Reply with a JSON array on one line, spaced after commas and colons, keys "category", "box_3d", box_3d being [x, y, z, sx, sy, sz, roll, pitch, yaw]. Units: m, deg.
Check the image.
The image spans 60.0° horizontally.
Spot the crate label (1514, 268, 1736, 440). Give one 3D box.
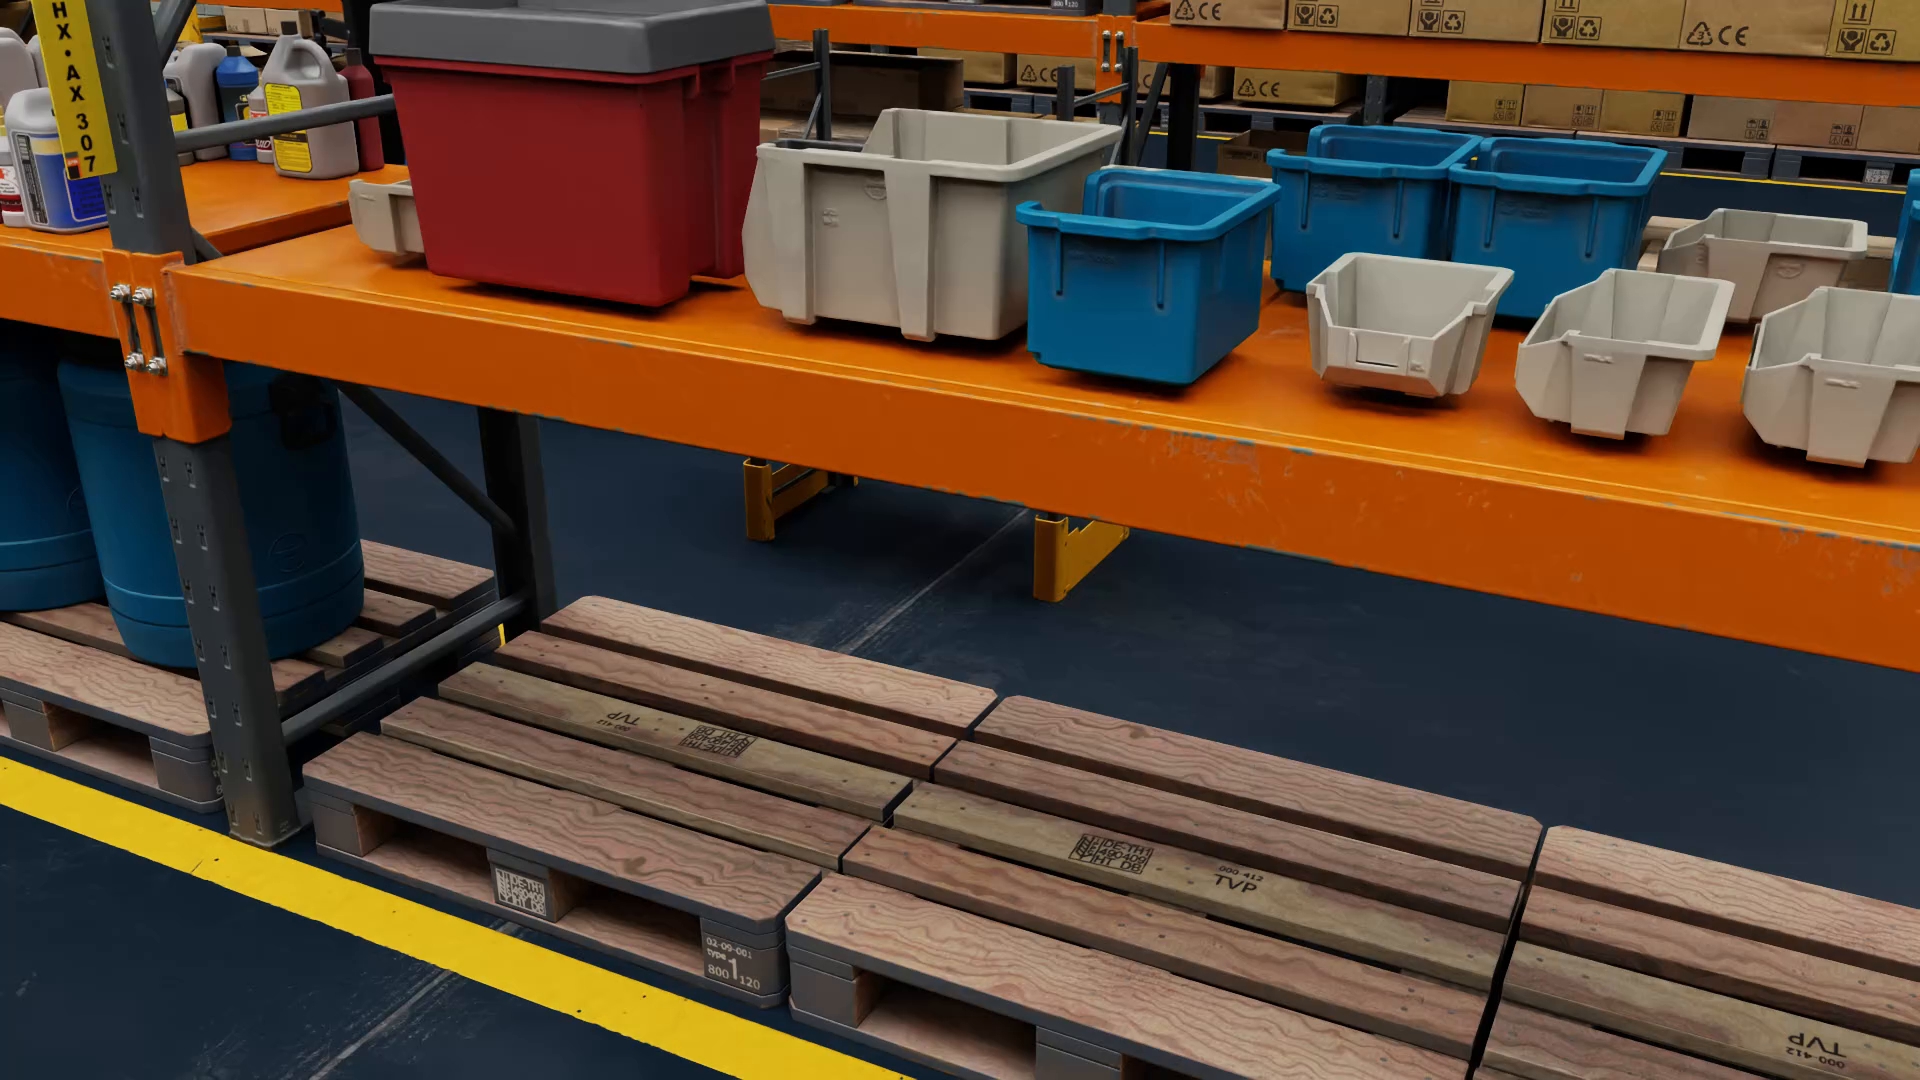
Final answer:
[{"category": "crate label", "box_3d": [0.910, -0.259, 2.286, 0.243, 0.136, 0.396, 11, 25, 25]}]

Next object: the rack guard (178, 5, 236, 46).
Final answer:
[{"category": "rack guard", "box_3d": [-7.510, -5.297, 17.066, 0.348, 0.500, 1.175, 11, 25, 25]}]

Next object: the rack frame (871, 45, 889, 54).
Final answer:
[{"category": "rack frame", "box_3d": [-0.438, -5.048, 13.286, 0.127, 3.000, 1.000, 11, 25, 25]}]

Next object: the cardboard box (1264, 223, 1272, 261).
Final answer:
[{"category": "cardboard box", "box_3d": [1.177, -1.426, 7.644, 0.500, 0.311, 0.500, 11, 25, 25]}]

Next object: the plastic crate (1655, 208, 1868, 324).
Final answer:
[{"category": "plastic crate", "box_3d": [1.305, -0.445, 2.724, 0.298, 0.136, 0.250, 11, 25, 25]}]

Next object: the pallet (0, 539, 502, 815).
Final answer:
[{"category": "pallet", "box_3d": [-2.008, 0.251, 4.390, 1.213, 0.211, 1.003, 11, 25, 25]}]

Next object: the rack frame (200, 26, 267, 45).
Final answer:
[{"category": "rack frame", "box_3d": [-7.577, -6.460, 16.608, 0.127, 3.000, 1.000, 11, 25, 25]}]

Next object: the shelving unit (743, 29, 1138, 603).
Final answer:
[{"category": "shelving unit", "box_3d": [-0.068, -0.704, 4.988, 1.083, 1.500, 0.587, 11, 25, 25]}]

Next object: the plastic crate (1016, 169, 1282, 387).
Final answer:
[{"category": "plastic crate", "box_3d": [0.283, -0.399, 2.492, 0.300, 0.233, 0.416, 11, 25, 25]}]

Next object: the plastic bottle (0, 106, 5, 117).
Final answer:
[{"category": "plastic bottle", "box_3d": [-2.122, -0.858, 3.688, 0.097, 0.201, 0.097, 0, 23, 0]}]

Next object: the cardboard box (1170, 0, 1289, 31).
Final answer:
[{"category": "cardboard box", "box_3d": [1.232, -2.471, 7.101, 0.500, 0.500, 0.500, 12, 26, 26]}]

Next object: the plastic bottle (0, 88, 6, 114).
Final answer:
[{"category": "plastic bottle", "box_3d": [-2.241, -0.957, 3.730, 0.185, 0.351, 0.144, 11, 25, 25]}]

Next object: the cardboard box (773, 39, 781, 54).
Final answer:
[{"category": "cardboard box", "box_3d": [-1.511, -4.340, 14.255, 0.500, 0.500, 0.700, 11, 25, 24]}]

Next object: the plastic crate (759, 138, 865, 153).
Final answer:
[{"category": "plastic crate", "box_3d": [-0.218, -0.678, 3.287, 0.590, 0.125, 0.437, 11, 25, 25]}]

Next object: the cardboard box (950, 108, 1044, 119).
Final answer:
[{"category": "cardboard box", "box_3d": [0.097, -1.924, 8.572, 0.500, 0.500, 0.500, 12, 26, 25]}]

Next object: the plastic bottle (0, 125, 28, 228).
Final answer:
[{"category": "plastic bottle", "box_3d": [-1.952, -0.757, 3.452, 0.097, 0.201, 0.097, 0, 23, 0]}]

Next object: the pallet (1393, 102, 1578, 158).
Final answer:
[{"category": "pallet", "box_3d": [3.775, -2.897, 11.791, 1.213, 0.211, 1.003, 11, 25, 25]}]

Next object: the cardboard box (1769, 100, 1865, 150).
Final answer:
[{"category": "cardboard box", "box_3d": [5.585, -2.855, 10.788, 0.500, 0.500, 0.700, 11, 25, 24]}]

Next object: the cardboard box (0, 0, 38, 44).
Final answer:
[{"category": "cardboard box", "box_3d": [-6.512, -3.487, 11.636, 0.500, 0.500, 0.500, 11, 25, 25]}]

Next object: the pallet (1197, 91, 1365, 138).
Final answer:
[{"category": "pallet", "box_3d": [2.409, -3.168, 12.430, 1.213, 0.211, 1.003, 11, 25, 25]}]

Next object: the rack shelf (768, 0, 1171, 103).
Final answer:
[{"category": "rack shelf", "box_3d": [-0.885, -2.633, 8.527, 4.000, 0.370, 1.077, 11, 25, 25]}]

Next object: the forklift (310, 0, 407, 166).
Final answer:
[{"category": "forklift", "box_3d": [-2.179, -2.386, 7.114, 1.130, 2.935, 3.031, -17, 28, -34]}]

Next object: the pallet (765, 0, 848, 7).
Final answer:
[{"category": "pallet", "box_3d": [-0.932, -2.887, 8.451, 1.213, 0.211, 1.003, 11, 25, 25]}]

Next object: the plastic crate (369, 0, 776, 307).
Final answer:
[{"category": "plastic crate", "box_3d": [-0.655, -0.693, 2.889, 0.583, 0.464, 0.402, 11, 25, 25]}]

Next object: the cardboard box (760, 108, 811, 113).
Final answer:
[{"category": "cardboard box", "box_3d": [-0.796, -2.104, 8.996, 0.500, 0.500, 0.500, 10, 25, 23]}]

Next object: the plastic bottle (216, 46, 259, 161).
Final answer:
[{"category": "plastic bottle", "box_3d": [-1.790, -1.091, 4.146, 0.097, 0.271, 0.097, 0, 23, 0]}]

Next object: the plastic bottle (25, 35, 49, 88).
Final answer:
[{"category": "plastic bottle", "box_3d": [-2.406, -1.203, 4.403, 0.135, 0.276, 0.152, 11, 25, 25]}]

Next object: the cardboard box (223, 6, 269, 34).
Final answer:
[{"category": "cardboard box", "box_3d": [-7.001, -5.272, 16.687, 0.500, 0.311, 0.500, 8, 24, 19]}]

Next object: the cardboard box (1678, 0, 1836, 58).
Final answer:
[{"category": "cardboard box", "box_3d": [3.040, -2.115, 6.262, 0.500, 0.500, 0.500, 11, 26, 25]}]

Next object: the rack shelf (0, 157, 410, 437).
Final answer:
[{"category": "rack shelf", "box_3d": [-3.123, -0.903, 4.461, 4.000, 0.370, 1.077, 11, 25, 25]}]

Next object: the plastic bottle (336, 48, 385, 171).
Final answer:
[{"category": "plastic bottle", "box_3d": [-1.473, -1.041, 4.015, 0.133, 0.283, 0.061, 11, 25, 25]}]

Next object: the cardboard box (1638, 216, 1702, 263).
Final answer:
[{"category": "cardboard box", "box_3d": [3.220, -1.213, 7.221, 0.500, 0.250, 0.500, 11, 25, 25]}]

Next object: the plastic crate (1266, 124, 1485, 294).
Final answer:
[{"category": "plastic crate", "box_3d": [0.717, -0.570, 2.894, 0.300, 0.233, 0.416, 11, 25, 25]}]

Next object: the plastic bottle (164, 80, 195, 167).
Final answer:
[{"category": "plastic bottle", "box_3d": [-1.946, -1.022, 4.075, 0.097, 0.201, 0.097, 0, 23, 0]}]

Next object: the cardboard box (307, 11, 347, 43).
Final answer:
[{"category": "cardboard box", "box_3d": [-5.860, -5.111, 16.068, 0.500, 0.500, 0.700, 10, 25, 21]}]

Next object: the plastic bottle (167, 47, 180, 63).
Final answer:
[{"category": "plastic bottle", "box_3d": [-1.997, -1.132, 4.242, 0.097, 0.271, 0.097, 0, 23, 0]}]

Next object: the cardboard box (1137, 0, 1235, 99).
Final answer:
[{"category": "cardboard box", "box_3d": [1.698, -3.771, 12.494, 0.750, 0.750, 0.750, 12, 26, 26]}]

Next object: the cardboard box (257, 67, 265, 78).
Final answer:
[{"category": "cardboard box", "box_3d": [-4.164, -2.689, 10.000, 0.500, 0.311, 0.500, 11, 25, 24]}]

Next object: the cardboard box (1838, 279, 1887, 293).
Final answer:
[{"category": "cardboard box", "box_3d": [3.552, -0.916, 6.629, 0.250, 0.166, 0.380, 11, 25, 25]}]

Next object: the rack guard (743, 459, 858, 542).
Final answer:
[{"category": "rack guard", "box_3d": [-0.512, -0.216, 5.440, 0.087, 0.250, 0.587, 11, 25, 25]}]

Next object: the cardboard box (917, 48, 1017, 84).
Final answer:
[{"category": "cardboard box", "box_3d": [0.159, -4.076, 13.212, 0.750, 0.750, 0.750, 11, 25, 24]}]

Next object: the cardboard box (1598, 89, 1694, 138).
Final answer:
[{"category": "cardboard box", "box_3d": [4.657, -3.035, 11.212, 0.500, 0.500, 0.700, 12, 26, 26]}]

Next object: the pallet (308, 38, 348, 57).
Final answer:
[{"category": "pallet", "box_3d": [-5.716, -4.792, 16.248, 1.213, 0.211, 1.003, 11, 25, 25]}]

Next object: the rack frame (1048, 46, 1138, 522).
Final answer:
[{"category": "rack frame", "box_3d": [0.378, -0.615, 4.781, 0.032, 1.500, 0.500, 11, 25, 25]}]

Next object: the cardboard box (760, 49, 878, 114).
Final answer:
[{"category": "cardboard box", "box_3d": [-0.762, -2.443, 8.836, 0.500, 0.250, 0.500, 11, 25, 24]}]

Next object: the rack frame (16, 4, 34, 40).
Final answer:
[{"category": "rack frame", "box_3d": [-6.240, -4.023, 10.878, 0.127, 3.000, 1.000, 11, 25, 25]}]

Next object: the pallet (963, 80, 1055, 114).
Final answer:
[{"category": "pallet", "box_3d": [0.232, -3.599, 13.443, 1.213, 0.211, 1.003, 11, 25, 25]}]

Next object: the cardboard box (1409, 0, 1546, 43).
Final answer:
[{"category": "cardboard box", "box_3d": [2.136, -2.293, 6.681, 0.500, 0.500, 0.500, 11, 25, 24]}]

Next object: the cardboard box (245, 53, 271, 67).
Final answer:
[{"category": "cardboard box", "box_3d": [-4.391, -2.969, 10.659, 0.500, 0.311, 0.500, 11, 25, 24]}]

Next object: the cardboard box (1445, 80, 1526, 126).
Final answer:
[{"category": "cardboard box", "box_3d": [3.753, -3.216, 11.638, 0.500, 0.500, 0.700, 12, 26, 25]}]

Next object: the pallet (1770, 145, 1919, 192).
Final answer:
[{"category": "pallet", "box_3d": [5.952, -2.466, 10.778, 1.213, 0.211, 1.003, 11, 25, 25]}]

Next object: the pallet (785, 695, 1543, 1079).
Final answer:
[{"category": "pallet", "box_3d": [0.428, 0.733, 3.256, 1.213, 0.211, 1.003, 11, 25, 25]}]

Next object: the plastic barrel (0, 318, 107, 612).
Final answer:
[{"category": "plastic barrel", "box_3d": [-2.448, -0.336, 4.352, 0.708, 0.901, 0.600, 11, 25, 25]}]

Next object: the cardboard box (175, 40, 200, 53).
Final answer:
[{"category": "cardboard box", "box_3d": [-5.282, -3.148, 11.080, 0.500, 0.311, 0.500, 12, 26, 26]}]

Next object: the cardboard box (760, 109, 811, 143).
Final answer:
[{"category": "cardboard box", "box_3d": [-1.009, -1.918, 8.558, 0.500, 0.500, 0.500, 10, 25, 23]}]
